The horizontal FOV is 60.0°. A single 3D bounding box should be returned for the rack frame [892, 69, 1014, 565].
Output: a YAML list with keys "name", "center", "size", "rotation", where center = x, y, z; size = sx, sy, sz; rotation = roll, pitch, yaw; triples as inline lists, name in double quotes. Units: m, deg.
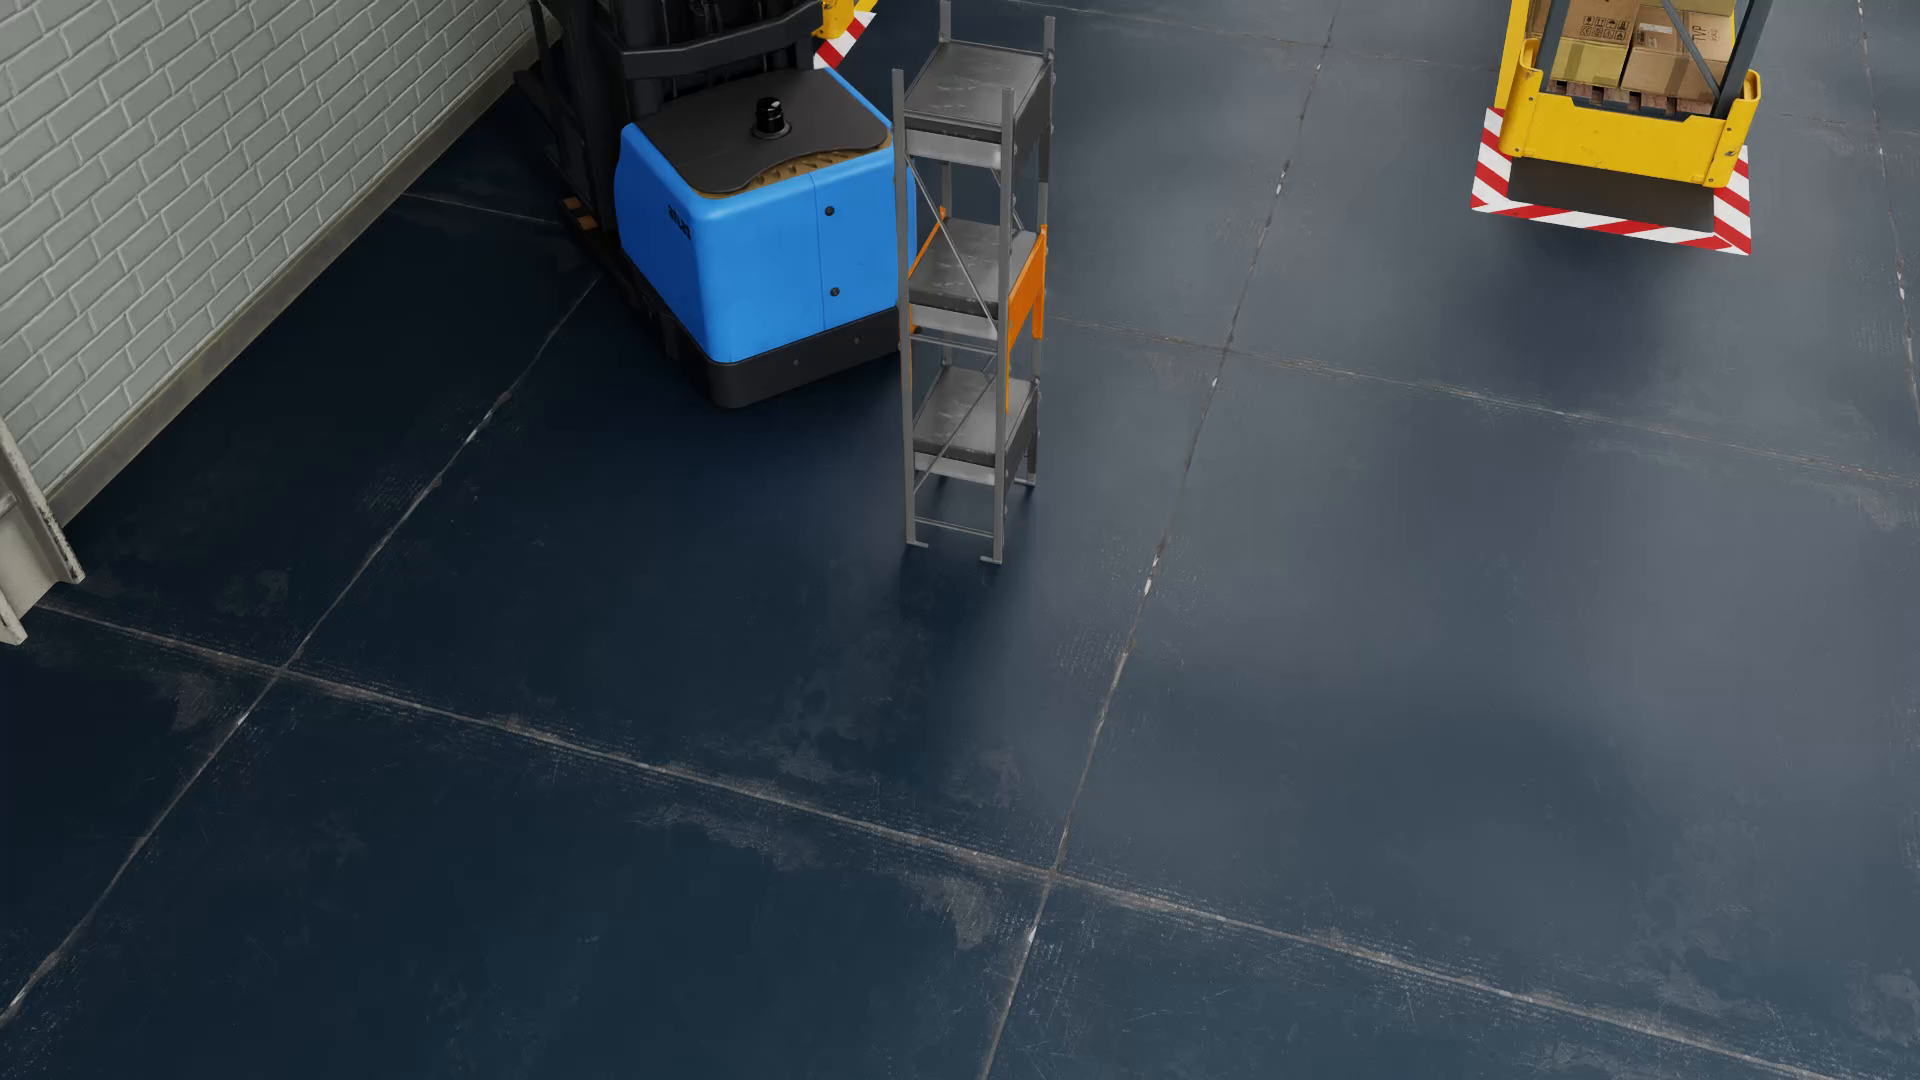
- name: "rack frame"
  center: [-0.024, -0.698, 5.962]
  size: [0.400, 2.100, 0.015]
  rotation: [13, 46, 13]

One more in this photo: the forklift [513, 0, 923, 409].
- name: "forklift"
  center: [-1.360, -2.636, 7.348]
  size: [1.130, 2.935, 3.031]
  rotation: [-23, 49, -22]

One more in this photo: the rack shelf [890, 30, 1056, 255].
- name: "rack shelf"
  center: [0.050, -1.351, 5.648]
  size: [0.431, 0.518, 0.480]
  rotation: [13, 46, 13]

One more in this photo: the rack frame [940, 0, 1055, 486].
- name: "rack frame"
  center: [0.124, -1.023, 6.295]
  size: [0.400, 2.100, 0.015]
  rotation: [13, 46, 13]

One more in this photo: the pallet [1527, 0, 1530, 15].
- name: "pallet"
  center: [4.038, -3.470, 10.145]
  size: [1.003, 0.211, 1.213]
  rotation: [13, 46, 13]

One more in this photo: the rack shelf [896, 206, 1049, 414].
- name: "rack shelf"
  center: [0.050, -0.851, 6.138]
  size: [0.431, 0.518, 0.480]
  rotation: [13, 46, 13]

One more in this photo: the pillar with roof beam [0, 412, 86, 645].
- name: "pillar with roof beam"
  center: [0.426, -2.067, 2.428]
  size: [9.100, 9.000, 0.400]
  rotation: [13, 46, 13]

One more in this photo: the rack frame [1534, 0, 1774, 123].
- name: "rack frame"
  center: [3.475, -3.137, 7.811]
  size: [1.000, 3.000, 0.127]
  rotation: [13, 46, 13]

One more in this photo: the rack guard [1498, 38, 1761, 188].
- name: "rack guard"
  center: [3.468, -2.228, 8.669]
  size: [1.175, 0.500, 0.348]
  rotation: [13, 46, 13]

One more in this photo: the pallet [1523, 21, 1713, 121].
- name: "pallet"
  center: [3.667, -2.659, 9.317]
  size: [1.003, 0.211, 1.213]
  rotation: [13, 46, 13]

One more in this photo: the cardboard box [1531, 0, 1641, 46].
- name: "cardboard box"
  center: [3.354, -2.993, 8.794]
  size: [0.500, 0.500, 0.500]
  rotation: [13, 46, 13]

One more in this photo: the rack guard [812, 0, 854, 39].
- name: "rack guard"
  center: [-1.224, -3.341, 9.807]
  size: [1.175, 0.500, 0.348]
  rotation: [13, 46, 13]

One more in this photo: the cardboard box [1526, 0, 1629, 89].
- name: "cardboard box"
  center: [3.356, -2.725, 9.056]
  size: [0.500, 0.250, 0.500]
  rotation: [13, 46, 13]

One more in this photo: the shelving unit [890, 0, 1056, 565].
- name: "shelving unit"
  center: [0.050, -0.861, 6.128]
  size: [0.431, 2.100, 0.503]
  rotation: [13, 46, 13]

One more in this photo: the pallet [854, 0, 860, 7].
- name: "pallet"
  center: [-0.944, -3.772, 10.454]
  size: [1.003, 0.211, 1.213]
  rotation: [13, 46, 13]

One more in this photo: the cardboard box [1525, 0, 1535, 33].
- name: "cardboard box"
  center: [3.496, -3.061, 9.399]
  size: [0.500, 0.250, 0.500]
  rotation: [13, 46, 13]

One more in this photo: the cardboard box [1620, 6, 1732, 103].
- name: "cardboard box"
  center: [3.849, -2.615, 8.943]
  size: [0.500, 0.250, 0.500]
  rotation: [13, 46, 13]

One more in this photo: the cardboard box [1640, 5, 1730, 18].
- name: "cardboard box"
  center: [3.997, -2.949, 9.285]
  size: [0.500, 0.250, 0.500]
  rotation: [13, 46, 13]

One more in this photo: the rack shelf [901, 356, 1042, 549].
- name: "rack shelf"
  center: [0.050, -0.351, 6.627]
  size: [0.431, 0.518, 0.480]
  rotation: [13, 46, 13]

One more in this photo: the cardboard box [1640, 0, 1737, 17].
- name: "cardboard box"
  center: [3.999, -3.217, 9.022]
  size: [0.500, 0.500, 0.500]
  rotation: [13, 46, 13]
